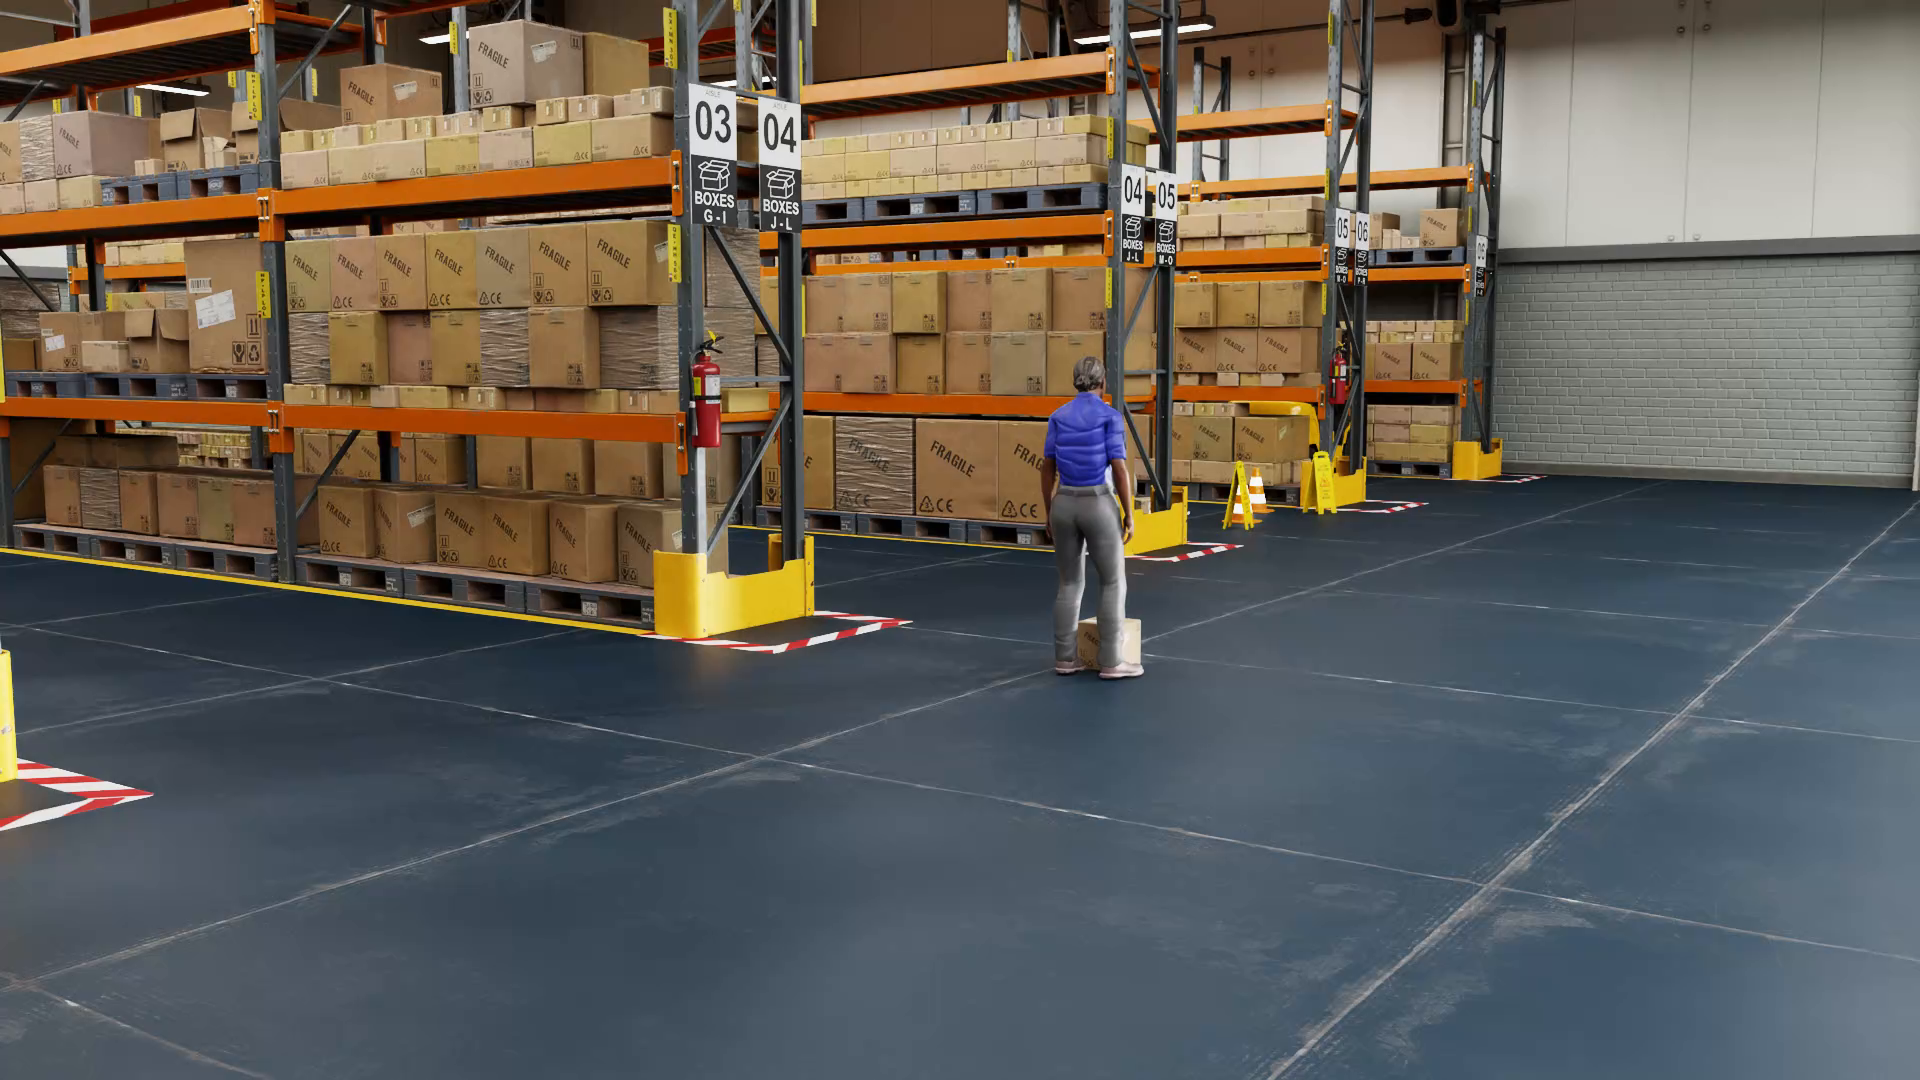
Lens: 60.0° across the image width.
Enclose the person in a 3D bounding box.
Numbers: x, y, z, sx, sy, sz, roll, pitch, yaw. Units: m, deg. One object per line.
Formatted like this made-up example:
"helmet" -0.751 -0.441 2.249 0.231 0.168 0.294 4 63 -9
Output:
"person" 0.672 -0.114 8.606 0.532 1.641 0.348 4 7 30
